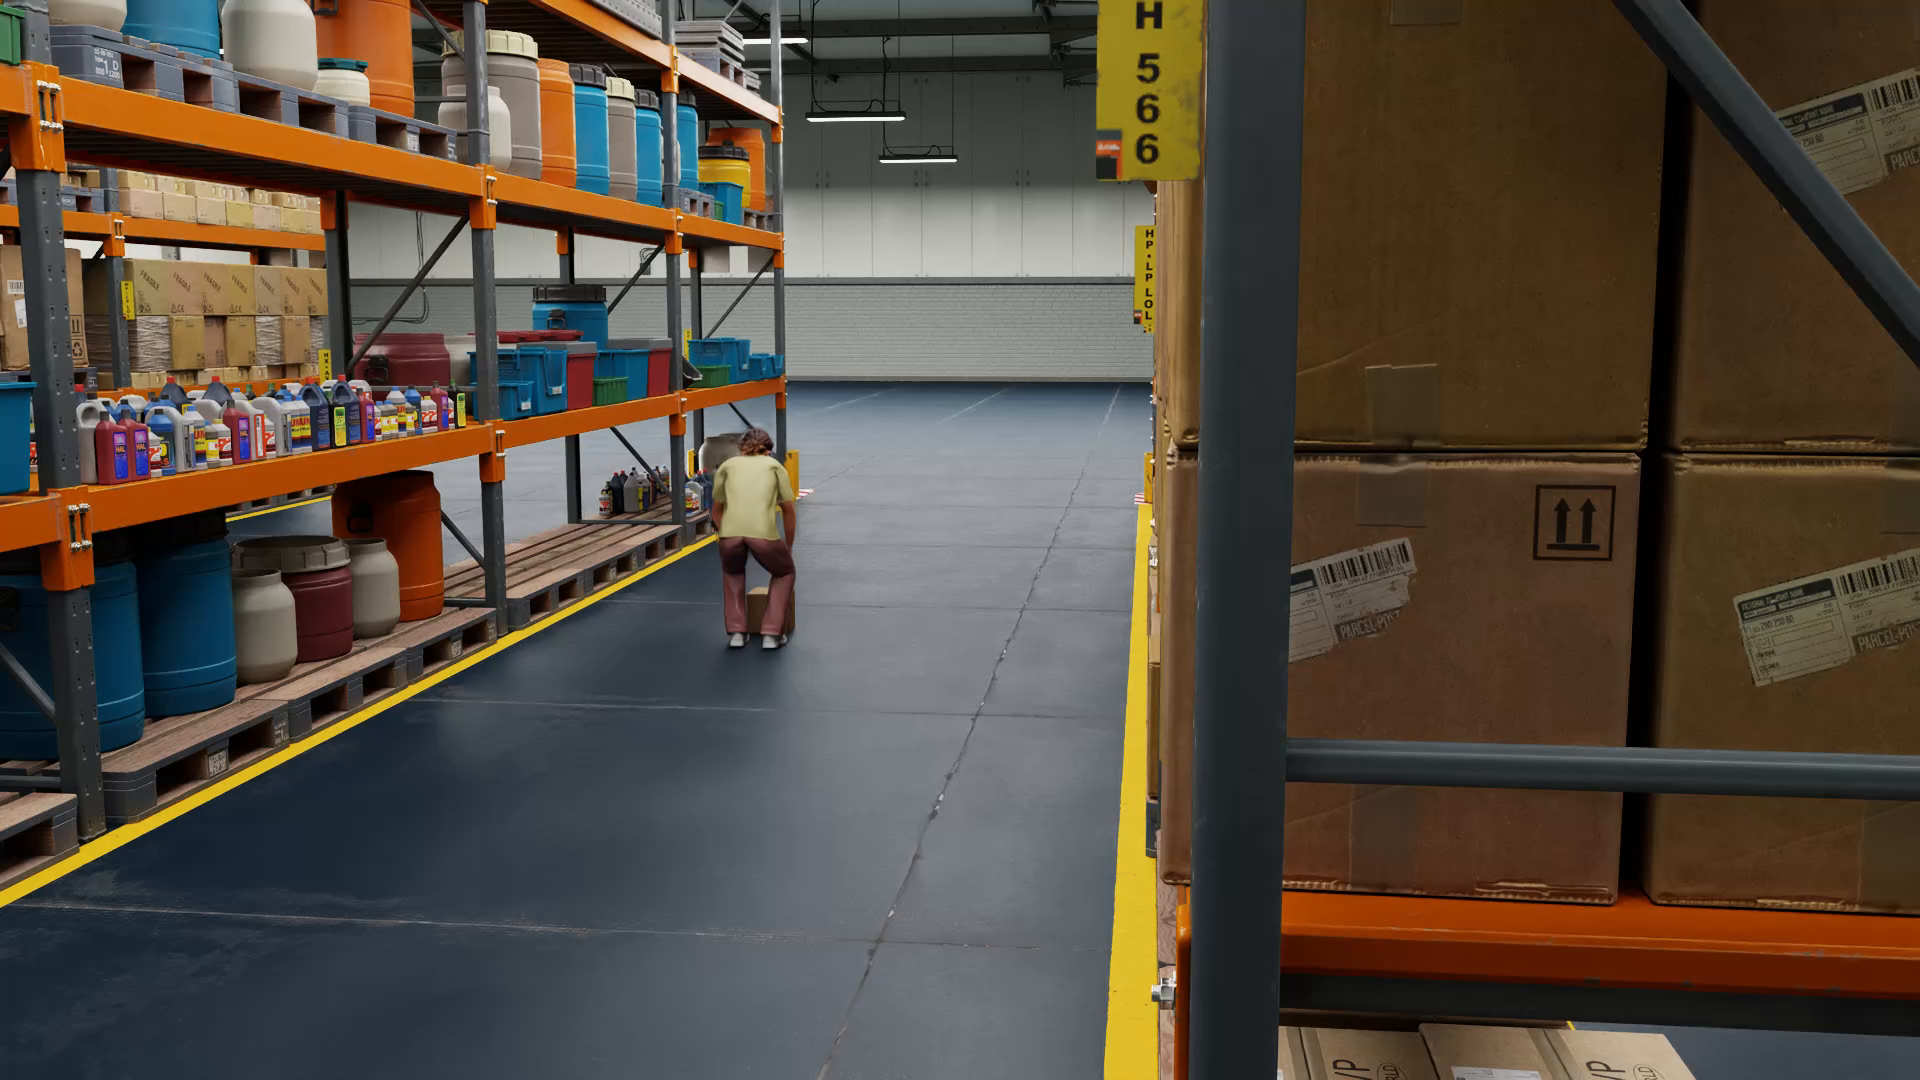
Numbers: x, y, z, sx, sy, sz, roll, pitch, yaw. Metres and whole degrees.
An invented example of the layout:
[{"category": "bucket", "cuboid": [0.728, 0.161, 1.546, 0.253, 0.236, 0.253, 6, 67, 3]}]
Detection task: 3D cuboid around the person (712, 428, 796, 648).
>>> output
[{"category": "person", "cuboid": [-1.247, -0.011, 9.902, 0.511, 1.275, 0.696, 1, 8, 6]}]
